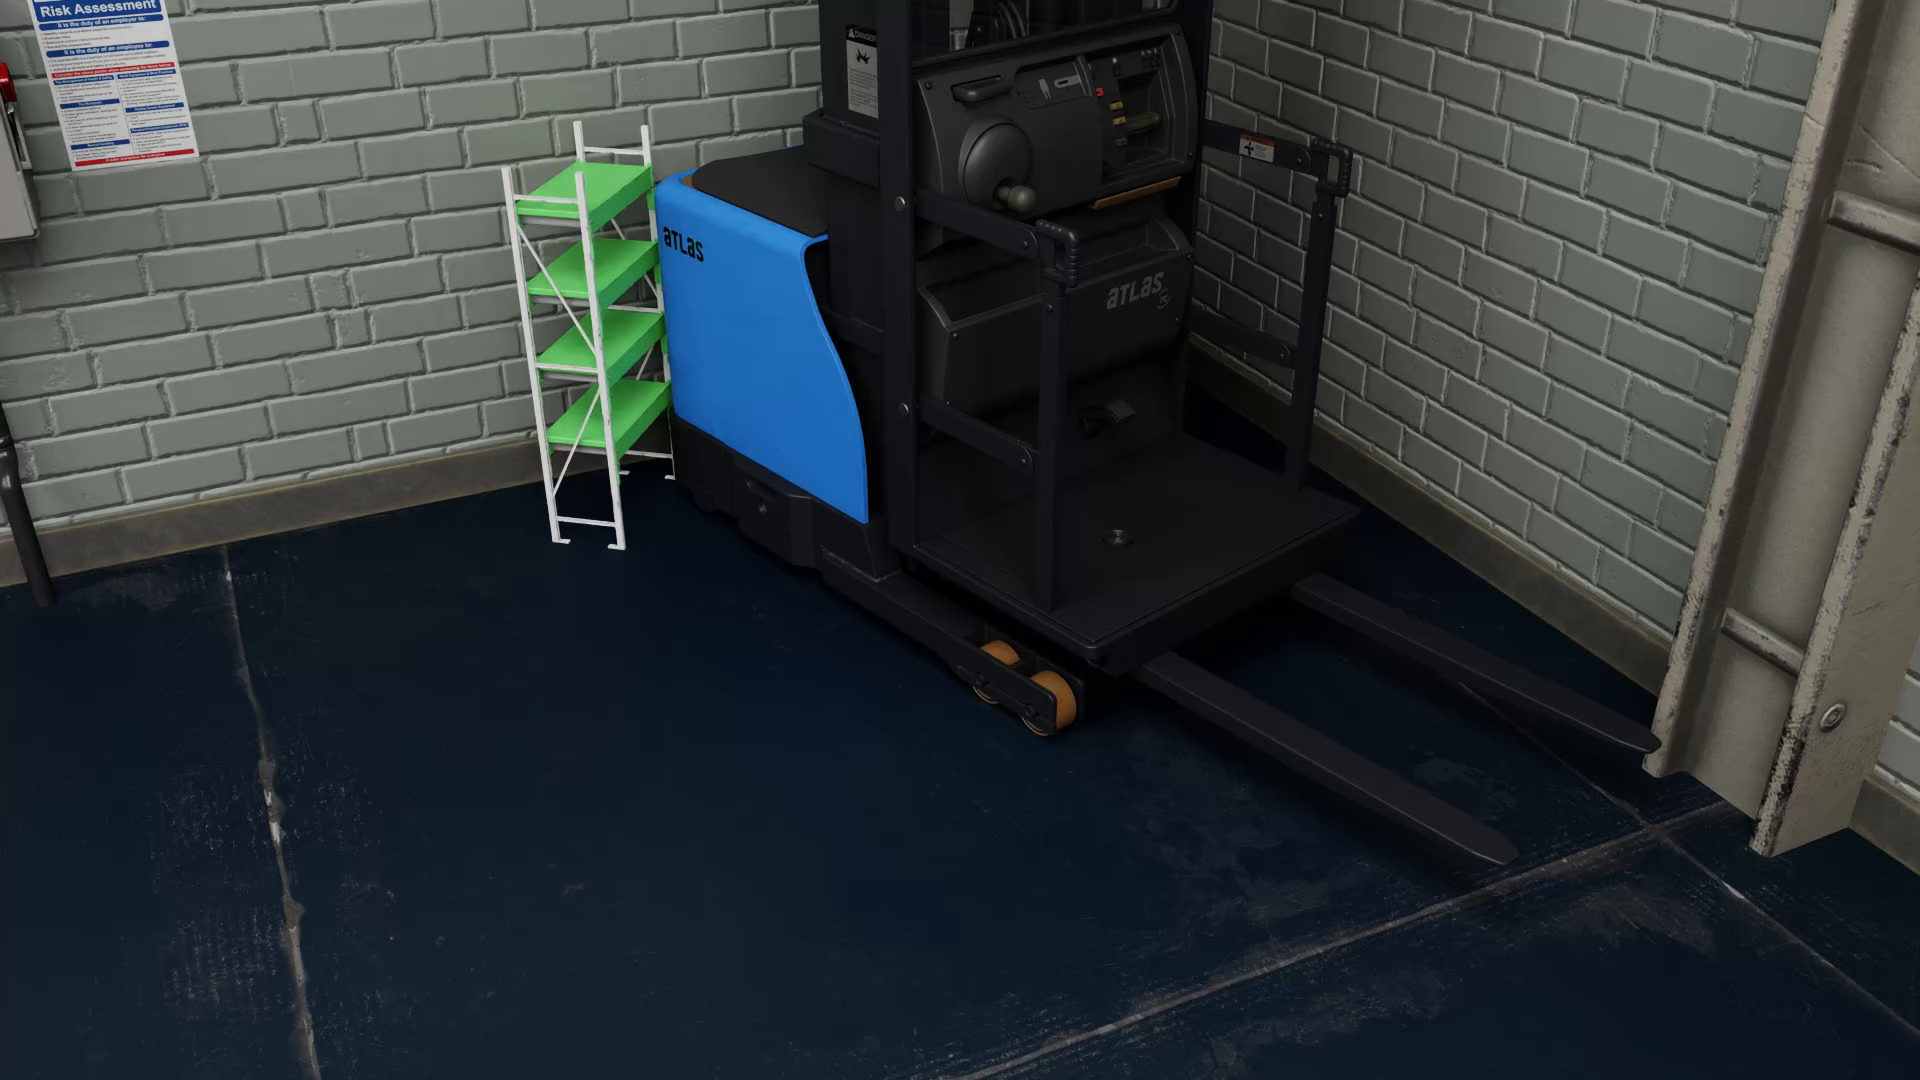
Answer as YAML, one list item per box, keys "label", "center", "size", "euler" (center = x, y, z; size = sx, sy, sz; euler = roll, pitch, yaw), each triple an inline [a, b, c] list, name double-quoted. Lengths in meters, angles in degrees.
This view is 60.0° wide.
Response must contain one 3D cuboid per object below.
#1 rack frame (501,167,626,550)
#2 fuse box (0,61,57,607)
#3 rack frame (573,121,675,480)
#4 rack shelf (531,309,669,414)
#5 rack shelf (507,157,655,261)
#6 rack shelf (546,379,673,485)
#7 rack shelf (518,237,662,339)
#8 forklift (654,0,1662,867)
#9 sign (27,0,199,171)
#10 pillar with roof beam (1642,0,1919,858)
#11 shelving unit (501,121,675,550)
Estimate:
- label: "rack frame"
  center: [-1.164, -0.508, 4.929]
  size: [0.240, 1.200, 0.015]
  euler: [6, 30, 11]
- label: "fuse box"
  center: [-2.668, -0.555, 4.491]
  size: [0.539, 1.711, 0.414]
  euler: [-13, 32, -22]
- label: "rack frame"
  center: [-1.060, -0.741, 5.345]
  size: [0.240, 1.200, 0.015]
  euler: [6, 30, 11]
- label: "rack shelf"
  center: [-1.112, -0.569, 5.168]
  size: [0.258, 0.148, 0.480]
  euler: [6, 30, 11]
- label: "rack shelf"
  center: [-1.112, -0.988, 4.934]
  size: [0.258, 0.148, 0.480]
  euler: [6, 30, 11]
- label: "rack shelf"
  center: [-1.112, -0.360, 5.286]
  size: [0.258, 0.148, 0.480]
  euler: [6, 30, 11]
- label: "rack shelf"
  center: [-1.112, -0.778, 5.051]
  size: [0.258, 0.148, 0.480]
  euler: [6, 30, 11]
- label: "forklift"
  center: [0.413, -1.050, 4.126]
  size: [1.130, 2.935, 3.031]
  euler: [-23, 37, -35]
- label: "sign"
  center: [-2.311, -1.271, 4.547]
  size: [0.329, 0.494, 0.001]
  euler: [-13, 32, -22]
- label: "pillar with roof beam"
  center: [-1.936, -2.392, 0.315]
  size: [9.100, 9.000, 0.400]
  euler: [-13, 32, -22]
- label: "shelving unit"
  center: [-1.112, -0.625, 5.137]
  size: [0.258, 1.200, 0.503]
  euler: [6, 30, 11]
